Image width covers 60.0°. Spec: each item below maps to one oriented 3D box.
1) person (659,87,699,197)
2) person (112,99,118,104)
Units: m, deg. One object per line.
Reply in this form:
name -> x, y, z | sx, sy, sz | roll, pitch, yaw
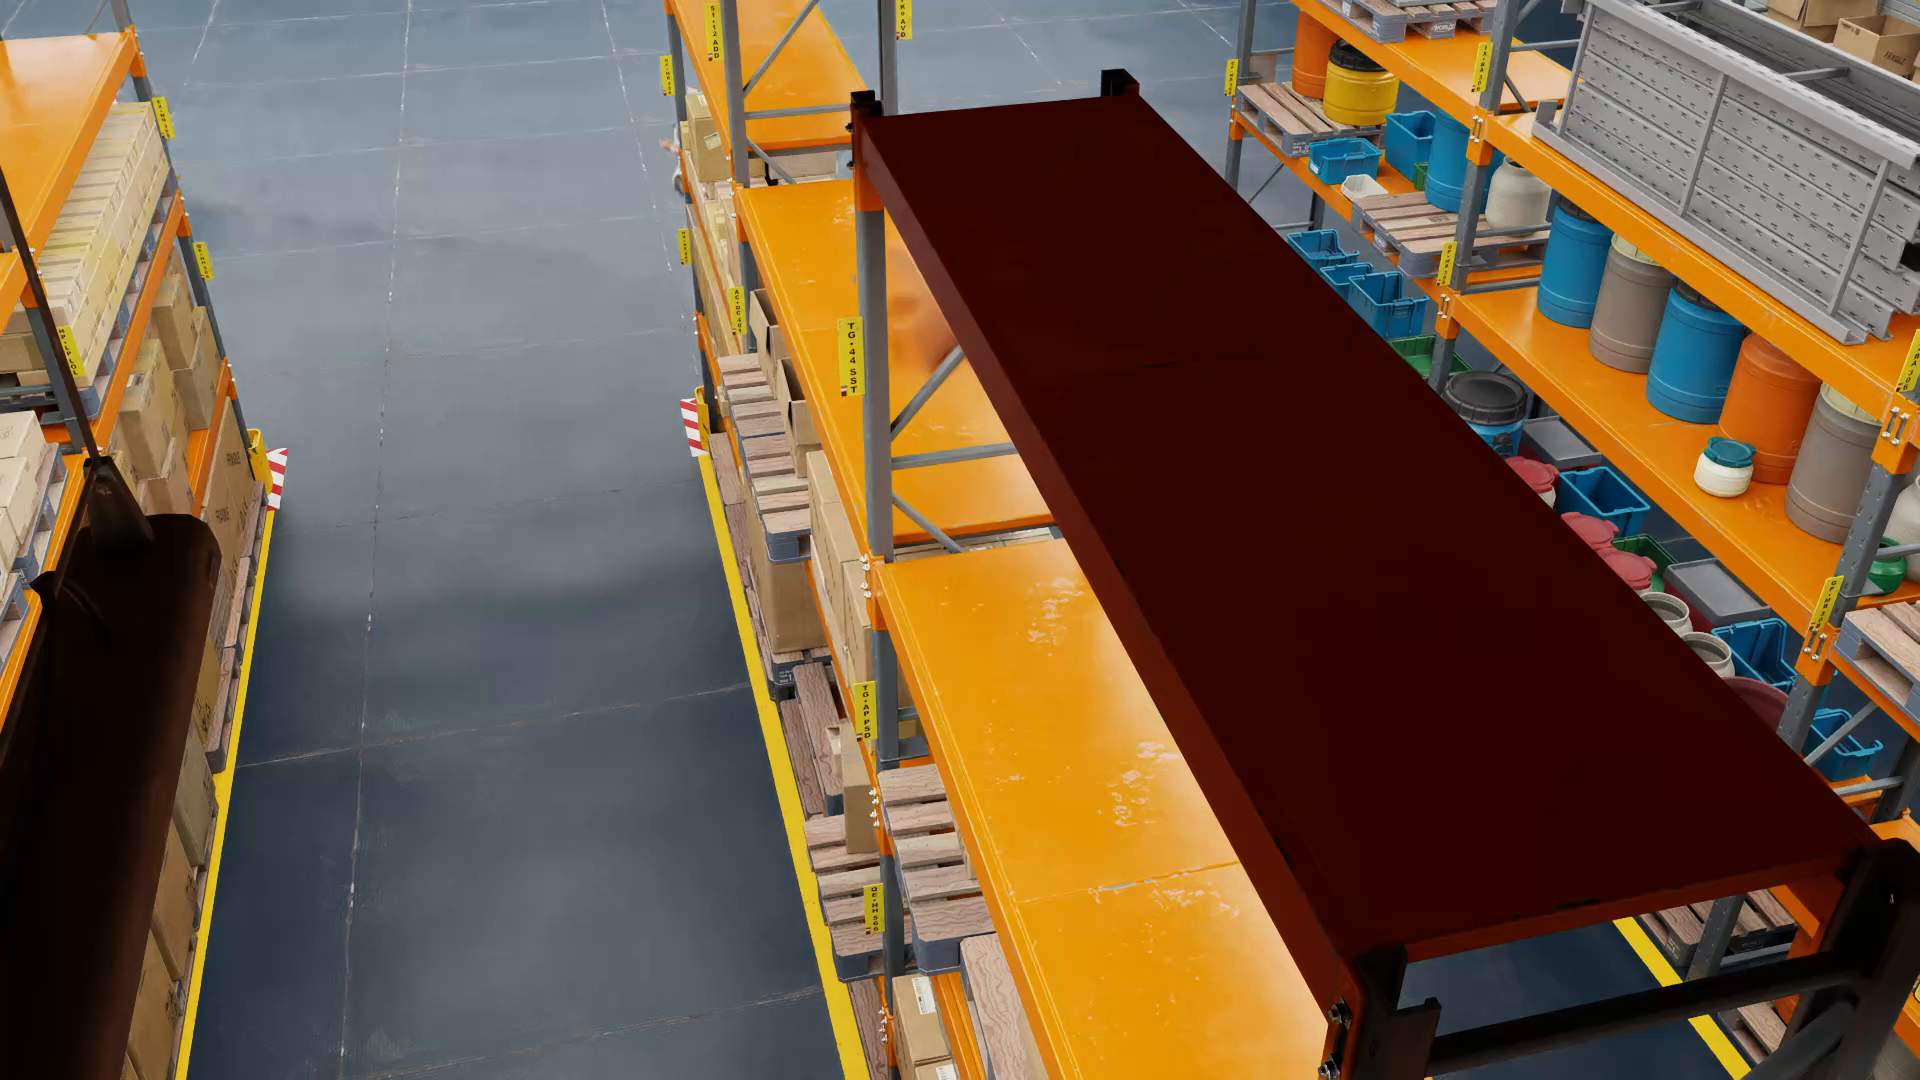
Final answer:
person -> -3.036, -4.272, 18.766 | 0.673, 1.742, 0.676 | 7, 35, 10
person -> -10.234, -5.067, 19.870 | 0.987, 1.786, 0.656 | 10, 36, 14
